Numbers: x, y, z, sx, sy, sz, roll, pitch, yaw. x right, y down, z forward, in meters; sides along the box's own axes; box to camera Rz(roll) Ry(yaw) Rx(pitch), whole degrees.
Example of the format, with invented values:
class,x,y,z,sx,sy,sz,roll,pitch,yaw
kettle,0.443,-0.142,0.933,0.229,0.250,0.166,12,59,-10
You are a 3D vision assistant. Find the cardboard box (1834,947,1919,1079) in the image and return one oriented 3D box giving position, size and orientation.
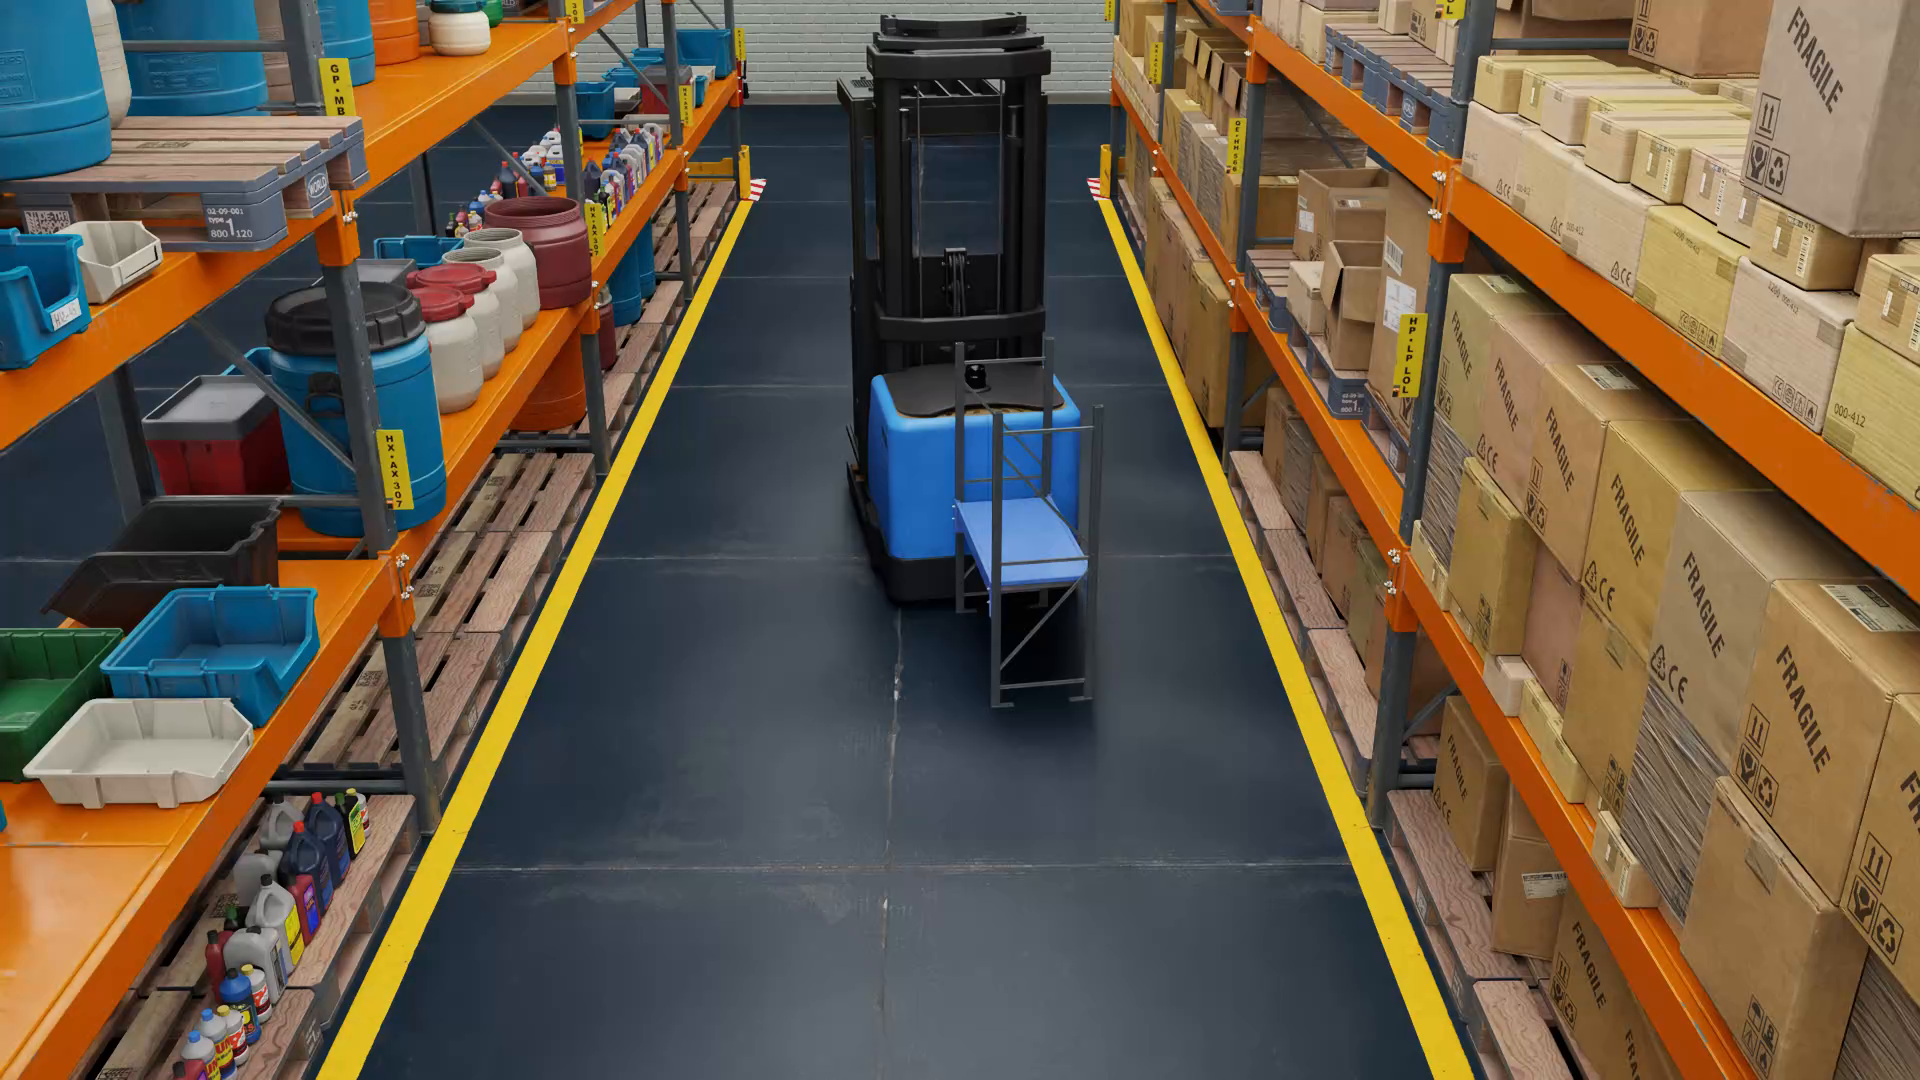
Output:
class,x,y,z,sx,sy,sz,roll,pitch,yaw
cardboard box,2.305,1.074,3.252,0.875,0.500,0.500,0,24,-1

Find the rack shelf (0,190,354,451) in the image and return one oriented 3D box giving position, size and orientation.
class,x,y,z,sx,sy,sz,roll,pitch,yaw
rack shelf,-2.691,-0.359,4.136,1.077,0.370,4.000,0,24,-1

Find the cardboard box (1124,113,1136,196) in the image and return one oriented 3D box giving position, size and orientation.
class,x,y,z,sx,sy,sz,roll,pitch,yaw
cardboard box,2.196,-4.071,17.179,0.875,0.875,0.875,0,24,-1

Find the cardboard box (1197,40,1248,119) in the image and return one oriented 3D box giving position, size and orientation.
class,x,y,z,sx,sy,sz,roll,pitch,yaw
cardboard box,2.163,-3.419,12.331,0.797,0.503,0.637,0,24,0

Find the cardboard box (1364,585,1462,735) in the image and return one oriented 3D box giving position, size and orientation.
class,x,y,z,sx,sy,sz,roll,pitch,yaw
cardboard box,2.254,0.519,7.461,0.700,0.500,0.500,-2,24,-5

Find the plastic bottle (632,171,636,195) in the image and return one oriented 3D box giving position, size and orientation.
class,x,y,z,sx,sy,sz,roll,pitch,yaw
plastic bottle,-2.431,-2.632,12.170,0.097,0.201,0.097,0,24,0

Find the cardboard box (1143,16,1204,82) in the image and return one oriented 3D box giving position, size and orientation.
class,x,y,z,sx,sy,sz,roll,pitch,yaw
cardboard box,1.879,-4.266,14.453,0.500,0.500,0.500,0,24,0

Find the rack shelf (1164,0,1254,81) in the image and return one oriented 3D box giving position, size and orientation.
class,x,y,z,sx,sy,sz,roll,pitch,yaw
rack shelf,2.174,-3.677,11.474,1.077,0.370,4.000,0,24,-1

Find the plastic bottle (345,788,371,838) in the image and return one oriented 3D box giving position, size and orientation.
class,x,y,z,sx,sy,sz,roll,pitch,yaw
plastic bottle,-2.398,1.079,6.586,0.097,0.201,0.097,0,24,0

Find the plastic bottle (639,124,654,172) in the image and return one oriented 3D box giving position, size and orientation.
class,x,y,z,sx,sy,sz,roll,pitch,yaw
plastic bottle,-2.463,-3.040,12.892,0.144,0.351,0.185,0,24,-1

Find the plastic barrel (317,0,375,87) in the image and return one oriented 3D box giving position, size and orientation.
class,x,y,z,sx,sy,sz,roll,pitch,yaw
plastic barrel,-2.950,-2.486,7.359,0.600,0.901,0.708,0,24,-1

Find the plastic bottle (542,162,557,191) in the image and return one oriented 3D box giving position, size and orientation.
class,x,y,z,sx,sy,sz,roll,pitch,yaw
plastic bottle,-3.039,-2.688,12.295,0.097,0.201,0.097,0,24,0

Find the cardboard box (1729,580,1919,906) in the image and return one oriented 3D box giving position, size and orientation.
class,x,y,z,sx,sy,sz,roll,pitch,yaw
cardboard box,2.019,0.414,3.499,0.500,0.500,0.500,0,24,-1

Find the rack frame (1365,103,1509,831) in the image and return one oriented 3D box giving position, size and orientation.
class,x,y,z,sx,sy,sz,roll,pitch,yaw
rack frame,2.240,-0.166,6.477,1.000,3.000,0.127,0,24,-1

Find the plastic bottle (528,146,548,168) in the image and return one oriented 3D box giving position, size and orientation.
class,x,y,z,sx,sy,sz,roll,pitch,yaw
plastic bottle,-3.166,-2.810,12.473,0.152,0.276,0.135,0,24,-1

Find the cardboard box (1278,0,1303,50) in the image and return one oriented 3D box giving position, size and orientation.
class,x,y,z,sx,sy,sz,roll,pitch,yaw
cardboard box,1.952,-2.706,8.636,0.500,0.250,0.500,0,24,1

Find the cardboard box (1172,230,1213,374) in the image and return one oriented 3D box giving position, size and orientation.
class,x,y,z,sx,sy,sz,roll,pitch,yaw
cardboard box,2.207,-1.689,11.914,1.225,0.875,0.875,0,24,0

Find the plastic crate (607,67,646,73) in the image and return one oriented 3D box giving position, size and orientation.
class,x,y,z,sx,sy,sz,roll,pitch,yaw
plastic crate,-3.156,-4.394,15.955,0.416,0.233,0.300,0,24,-1

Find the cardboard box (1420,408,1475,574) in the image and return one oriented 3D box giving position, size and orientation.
class,x,y,z,sx,sy,sz,roll,pitch,yaw
cardboard box,2.183,-0.161,5.984,0.875,0.500,0.500,0,24,-1

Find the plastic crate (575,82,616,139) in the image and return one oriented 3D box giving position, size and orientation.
class,x,y,z,sx,sy,sz,roll,pitch,yaw
plastic crate,-3.147,-3.651,14.129,0.392,0.384,0.575,0,24,-1

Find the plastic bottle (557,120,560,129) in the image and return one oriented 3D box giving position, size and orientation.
class,x,y,z,sx,sy,sz,roll,pitch,yaw
plastic bottle,-3.223,-3.234,13.402,0.061,0.283,0.133,0,24,-1

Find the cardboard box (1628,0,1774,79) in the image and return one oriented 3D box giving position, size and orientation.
class,x,y,z,sx,sy,sz,roll,pitch,yaw
cardboard box,2.499,-1.757,5.266,0.500,0.500,0.500,-1,24,-2

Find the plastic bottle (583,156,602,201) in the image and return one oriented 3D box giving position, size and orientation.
class,x,y,z,sx,sy,sz,roll,pitch,yaw
plastic bottle,-2.602,-2.530,11.765,0.144,0.351,0.185,0,24,-1

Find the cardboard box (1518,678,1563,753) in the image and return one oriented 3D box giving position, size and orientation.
class,x,y,z,sx,sy,sz,roll,pitch,yaw
cardboard box,1.979,0.553,5.191,0.380,0.149,0.250,0,24,-1

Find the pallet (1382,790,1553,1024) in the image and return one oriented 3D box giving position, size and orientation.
class,x,y,z,sx,sy,sz,roll,pitch,yaw
pallet,2.282,1.381,6.440,1.003,0.211,1.213,0,24,-1

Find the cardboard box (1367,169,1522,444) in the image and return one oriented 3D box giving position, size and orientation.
class,x,y,z,sx,sy,sz,roll,pitch,yaw
cardboard box,2.371,-0.959,6.992,1.000,1.000,1.000,0,24,0

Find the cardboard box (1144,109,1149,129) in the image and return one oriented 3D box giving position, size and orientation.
class,x,y,z,sx,sy,sz,roll,pitch,yaw
cardboard box,1.816,-3.684,14.560,0.380,0.149,0.250,-1,24,-1

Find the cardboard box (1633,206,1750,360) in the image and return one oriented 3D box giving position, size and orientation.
class,x,y,z,sx,sy,sz,roll,pitch,yaw
cardboard box,2.008,-0.638,4.062,0.500,0.250,0.500,-1,24,-1

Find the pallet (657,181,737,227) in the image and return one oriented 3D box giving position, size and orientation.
class,x,y,z,sx,sy,sz,roll,pitch,yaw
pallet,-2.874,-3.478,17.184,1.003,0.211,1.213,0,24,-1

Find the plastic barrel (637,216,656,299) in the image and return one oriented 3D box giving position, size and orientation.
class,x,y,z,sx,sy,sz,roll,pitch,yaw
plastic barrel,-2.812,-2.451,13.567,0.600,0.901,0.708,0,24,-1

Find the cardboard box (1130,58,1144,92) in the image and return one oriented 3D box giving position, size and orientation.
class,x,y,z,sx,sy,sz,roll,pitch,yaw
cardboard box,1.869,-4.343,15.533,0.500,0.250,0.500,-1,24,-2

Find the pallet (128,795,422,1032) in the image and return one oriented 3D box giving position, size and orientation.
class,x,y,z,sx,sy,sz,roll,pitch,yaw
pallet,-2.748,1.404,6.390,1.003,0.211,1.213,0,24,-1

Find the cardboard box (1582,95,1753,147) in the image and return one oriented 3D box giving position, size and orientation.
class,x,y,z,sx,sy,sz,roll,pitch,yaw
cardboard box,2.033,-1.188,4.796,0.380,0.149,0.250,0,24,1

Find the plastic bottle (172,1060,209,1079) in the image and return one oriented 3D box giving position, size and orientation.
class,x,y,z,sx,sy,sz,roll,pitch,yaw
plastic bottle,-2.362,1.700,5.114,0.061,0.283,0.133,0,24,0

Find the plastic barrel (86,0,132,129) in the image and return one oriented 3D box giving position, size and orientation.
class,x,y,z,sx,sy,sz,roll,pitch,yaw
plastic barrel,-2.905,-1.574,5.306,0.421,0.512,0.421,0,24,0

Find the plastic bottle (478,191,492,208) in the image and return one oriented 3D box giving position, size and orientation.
class,x,y,z,sx,sy,sz,roll,pitch,yaw
plastic bottle,-3.178,-2.201,11.133,0.097,0.271,0.097,0,24,0

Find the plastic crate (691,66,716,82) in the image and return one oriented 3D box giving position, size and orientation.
class,x,y,z,sx,sy,sz,roll,pitch,yaw
plastic crate,-2.654,-4.660,16.662,0.396,0.136,0.243,0,24,-1

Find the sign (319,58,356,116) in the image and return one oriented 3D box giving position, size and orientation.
class,x,y,z,sx,sy,sz,roll,pitch,yaw
sign,-2.163,-1.512,5.803,0.100,0.325,0.005,0,24,-1

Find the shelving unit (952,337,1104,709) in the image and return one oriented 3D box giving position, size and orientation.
class,x,y,z,sx,sy,sz,roll,pitch,yaw
shelving unit,0.309,-0.106,8.164,0.538,1.500,1.048,-4,25,-9

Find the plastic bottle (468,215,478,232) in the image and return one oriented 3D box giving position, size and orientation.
class,x,y,z,sx,sy,sz,roll,pitch,yaw
plastic bottle,-3.173,-2.009,10.793,0.097,0.201,0.097,0,24,0

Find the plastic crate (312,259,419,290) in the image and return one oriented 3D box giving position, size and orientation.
class,x,y,z,sx,sy,sz,roll,pitch,yaw
plastic crate,-3.045,-1.154,8.584,0.402,0.464,0.583,0,24,-1

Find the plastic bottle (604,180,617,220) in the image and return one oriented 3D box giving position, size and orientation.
class,x,y,z,sx,sy,sz,roll,pitch,yaw
plastic bottle,-2.422,-2.342,11.444,0.097,0.271,0.097,0,24,0

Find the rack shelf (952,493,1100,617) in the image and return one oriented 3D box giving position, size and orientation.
class,x,y,z,sx,sy,sz,roll,pitch,yaw
rack shelf,0.309,0.058,8.238,0.538,0.185,1.000,-4,25,-9

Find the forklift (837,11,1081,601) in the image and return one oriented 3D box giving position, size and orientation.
class,x,y,z,sx,sy,sz,roll,pitch,yaw
forklift,-0.105,-1.590,9.710,1.130,2.935,3.031,-4,25,-9

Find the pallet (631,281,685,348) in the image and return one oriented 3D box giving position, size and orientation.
class,x,y,z,sx,sy,sz,roll,pitch,yaw
pallet,-2.834,-1.852,13.588,1.003,0.211,1.213,0,24,-1

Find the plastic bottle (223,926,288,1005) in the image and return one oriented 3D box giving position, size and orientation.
class,x,y,z,sx,sy,sz,roll,pitch,yaw
plastic bottle,-2.414,1.440,5.697,0.152,0.276,0.135,0,24,0

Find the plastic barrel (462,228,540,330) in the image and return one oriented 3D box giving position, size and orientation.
class,x,y,z,sx,sy,sz,roll,pitch,yaw
plastic barrel,-2.532,-1.420,9.114,0.421,0.512,0.421,0,24,0

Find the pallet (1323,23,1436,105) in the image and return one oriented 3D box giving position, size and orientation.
class,x,y,z,sx,sy,sz,roll,pitch,yaw
pallet,2.325,-2.129,7.406,1.213,0.211,1.003,0,24,-1

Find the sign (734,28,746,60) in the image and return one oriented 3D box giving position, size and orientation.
class,x,y,z,sx,sy,sz,roll,pitch,yaw
sign,-2.294,-5.172,17.347,0.100,0.325,0.005,0,24,-1

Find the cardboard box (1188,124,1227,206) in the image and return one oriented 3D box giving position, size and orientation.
class,x,y,z,sx,sy,sz,roll,pitch,yaw
cardboard box,1.930,-2.691,11.939,0.500,0.500,0.500,0,24,0

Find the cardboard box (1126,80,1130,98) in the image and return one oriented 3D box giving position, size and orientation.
class,x,y,z,sx,sy,sz,roll,pitch,yaw
cardboard box,1.799,-4.319,15.964,0.380,0.149,0.250,-1,24,-1

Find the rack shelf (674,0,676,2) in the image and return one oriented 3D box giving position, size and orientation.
class,x,y,z,sx,sy,sz,roll,pitch,yaw
rack shelf,-2.822,-5.303,15.069,1.077,0.370,4.000,0,24,-1

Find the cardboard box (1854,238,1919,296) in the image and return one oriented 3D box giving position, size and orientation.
class,x,y,z,sx,sy,sz,roll,pitch,yaw
cardboard box,2.065,-0.537,3.355,0.380,0.149,0.250,0,24,0

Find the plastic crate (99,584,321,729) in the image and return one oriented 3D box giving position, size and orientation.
class,x,y,z,sx,sy,sz,roll,pitch,yaw
plastic crate,-2.430,0.379,5.453,0.499,0.251,0.616,0,24,-1

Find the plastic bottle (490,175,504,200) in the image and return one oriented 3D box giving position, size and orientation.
class,x,y,z,sx,sy,sz,roll,pitch,yaw
plastic bottle,-3.200,-2.375,11.502,0.061,0.283,0.133,0,24,-1
